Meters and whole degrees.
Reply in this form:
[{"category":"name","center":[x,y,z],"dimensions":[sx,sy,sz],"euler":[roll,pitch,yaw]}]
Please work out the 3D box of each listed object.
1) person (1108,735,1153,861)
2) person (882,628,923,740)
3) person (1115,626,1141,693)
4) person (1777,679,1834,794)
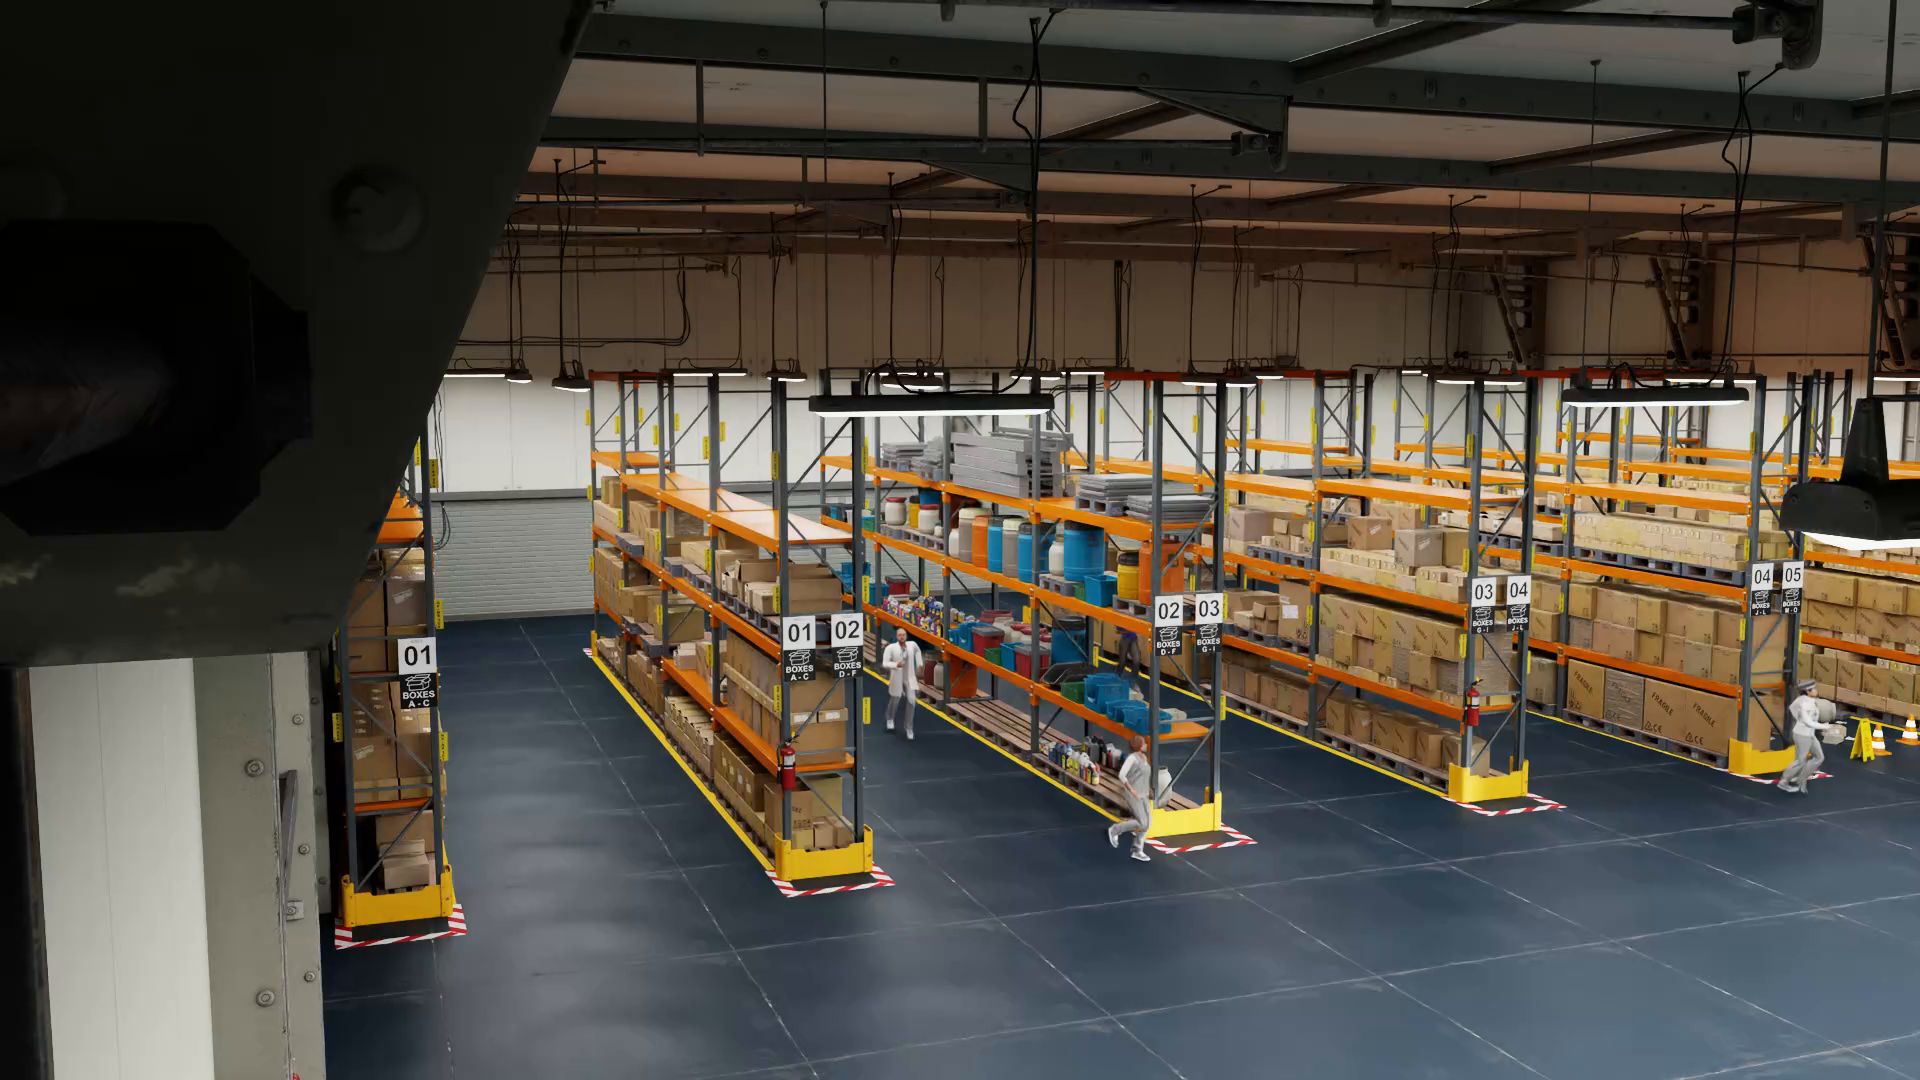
[{"category":"person","center":[2.212,3.235,21.030],"dimensions":[0.572,1.537,0.605],"euler":[3,7,28]},{"category":"person","center":[-0.959,2.364,27.710],"dimensions":[0.731,1.837,0.988],"euler":[-2,7,-14]},{"category":"person","center":[3.166,2.004,31.403],"dimensions":[0.560,1.713,0.742],"euler":[-3,7,-22]},{"category":"person","center":[12.195,2.842,23.956],"dimensions":[0.684,1.726,0.635],"euler":[4,7,30]}]
